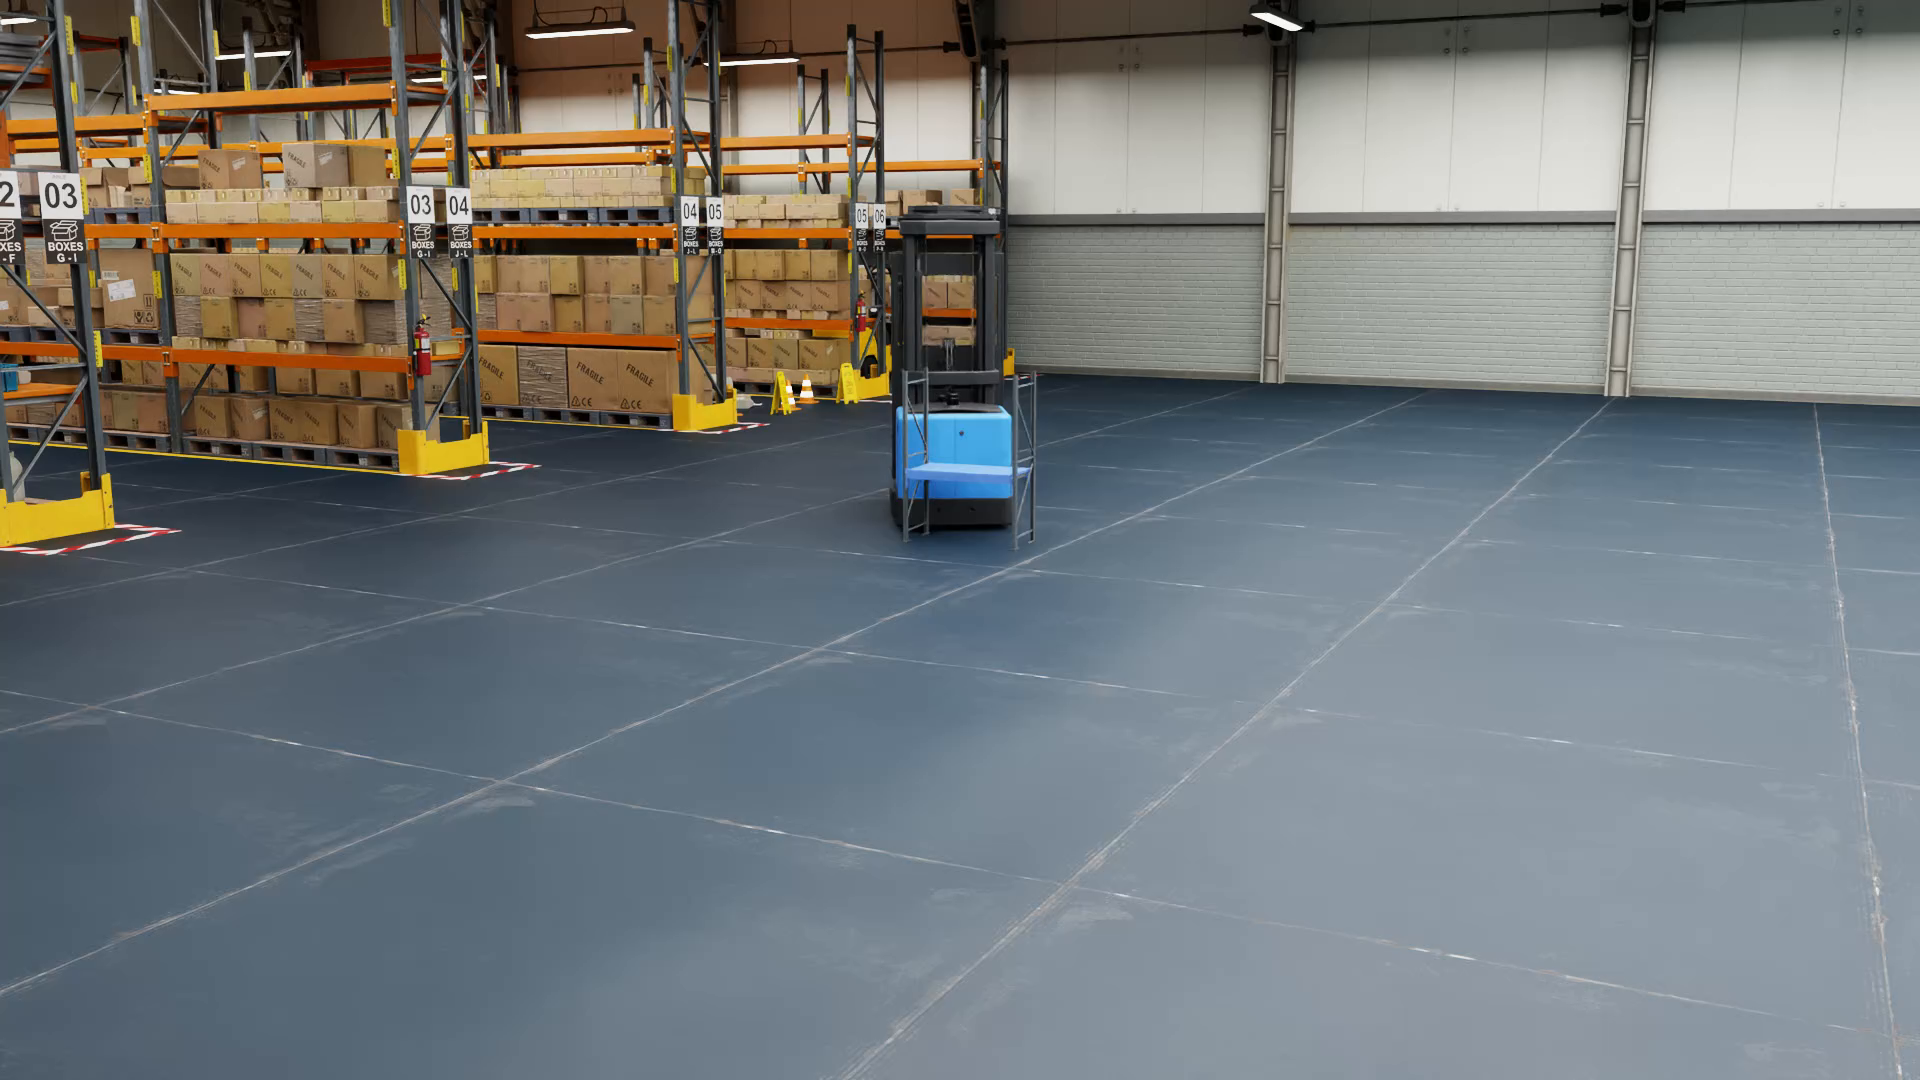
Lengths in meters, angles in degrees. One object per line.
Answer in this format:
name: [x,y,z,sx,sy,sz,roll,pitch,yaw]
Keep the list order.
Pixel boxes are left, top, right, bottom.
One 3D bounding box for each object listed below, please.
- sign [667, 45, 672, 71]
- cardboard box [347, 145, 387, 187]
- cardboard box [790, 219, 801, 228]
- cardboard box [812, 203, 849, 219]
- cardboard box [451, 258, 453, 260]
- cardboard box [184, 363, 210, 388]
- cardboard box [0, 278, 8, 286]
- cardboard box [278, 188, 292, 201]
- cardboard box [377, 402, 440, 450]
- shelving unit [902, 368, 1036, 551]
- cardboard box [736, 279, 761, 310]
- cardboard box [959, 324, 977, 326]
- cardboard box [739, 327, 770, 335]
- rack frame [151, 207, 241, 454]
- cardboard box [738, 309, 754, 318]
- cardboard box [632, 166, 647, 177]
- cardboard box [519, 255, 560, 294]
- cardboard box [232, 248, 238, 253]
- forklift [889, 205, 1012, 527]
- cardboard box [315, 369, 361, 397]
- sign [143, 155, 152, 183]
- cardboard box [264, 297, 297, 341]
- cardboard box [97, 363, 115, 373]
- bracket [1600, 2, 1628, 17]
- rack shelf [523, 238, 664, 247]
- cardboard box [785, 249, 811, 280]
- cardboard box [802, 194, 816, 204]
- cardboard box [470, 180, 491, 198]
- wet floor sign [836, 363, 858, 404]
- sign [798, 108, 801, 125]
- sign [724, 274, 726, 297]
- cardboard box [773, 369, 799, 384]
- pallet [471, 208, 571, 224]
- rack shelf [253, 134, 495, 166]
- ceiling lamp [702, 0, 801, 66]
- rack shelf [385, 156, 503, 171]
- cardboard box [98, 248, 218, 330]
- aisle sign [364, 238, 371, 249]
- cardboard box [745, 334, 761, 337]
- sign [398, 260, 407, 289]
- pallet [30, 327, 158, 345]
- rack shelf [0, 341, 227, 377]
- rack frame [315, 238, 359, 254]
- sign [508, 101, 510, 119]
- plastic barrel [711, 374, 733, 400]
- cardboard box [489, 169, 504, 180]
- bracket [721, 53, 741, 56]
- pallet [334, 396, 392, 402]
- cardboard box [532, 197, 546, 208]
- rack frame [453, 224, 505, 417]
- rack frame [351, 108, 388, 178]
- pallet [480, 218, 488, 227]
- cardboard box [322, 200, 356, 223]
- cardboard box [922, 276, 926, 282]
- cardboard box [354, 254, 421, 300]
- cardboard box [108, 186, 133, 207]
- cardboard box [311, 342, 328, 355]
sign: [-3.888,-6.456,22.289,0.005,0.325,0.100,5,11,26]
cardboard box: [-7.133,-4.385,19.591,0.500,0.500,0.500,5,11,26]
cardboard box: [-2.638,-5.297,27.856,0.250,0.149,0.380,5,11,26]
cardboard box: [-2.114,-5.435,27.503,0.500,0.250,0.500,5,11,25]
cardboard box: [-9.290,-5.060,31.178,0.500,0.500,0.500,5,11,24]
cardboard box: [-12.461,-2.789,27.556,0.500,0.500,0.500,4,11,23]
cardboard box: [-16.779,-4.389,29.443,0.500,0.500,0.500,5,11,27]
cardboard box: [-7.697,-4.010,19.343,0.250,0.149,0.380,4,11,23]
cardboard box: [-6.473,-1.335,19.525,0.500,0.500,0.500,8,13,36]
shelving unit: [0.081,-0.719,14.492,1.048,1.500,0.538,4,11,22]
cardboard box: [-3.485,-4.207,28.437,0.500,0.500,0.500,5,11,26]
cardboard box: [0.310,-4.096,32.675,0.500,0.250,0.500,5,11,25]
cardboard box: [-4.095,-4.138,34.658,0.625,0.625,0.875,5,11,25]
rack frame: [-9.508,-2.622,20.795,0.127,3.000,1.000,5,11,26]
cardboard box: [-3.601,-3.887,28.492,0.250,0.149,0.380,5,11,26]
cardboard box: [-4.311,-5.084,22.981,0.250,0.149,0.380,5,11,26]
cardboard box: [-5.939,-3.888,24.334,0.550,0.550,0.875,5,11,26]
cardboard box: [-14.532,-5.834,33.632,0.250,0.149,0.380,5,11,26]
forklift: [-0.136,-1.779,16.331,1.130,2.935,3.031,-1,10,-4]
cardboard box: [-9.518,-2.690,26.310,0.750,0.750,1.050,5,11,27]
sign: [-9.750,-4.457,19.955,0.005,0.325,0.100,5,11,26]
cardboard box: [-7.776,-2.658,19.877,0.500,0.500,0.875,5,11,26]
cardboard box: [-14.820,-2.961,28.658,0.250,0.149,0.380,5,12,27]
bracket: [10.664,-8.635,27.067,0.430,0.232,0.235,5,11,26]
rack shelf: [-8.311,-6.593,36.331,4.000,0.370,1.077,5,11,26]
cardboard box: [-2.541,-4.624,27.931,0.500,0.500,0.700,5,11,26]
cardboard box: [-2.421,-5.657,27.610,0.250,0.149,0.380,5,11,25]
cardboard box: [-6.908,-5.127,24.341,0.500,0.250,0.500,5,11,26]
wet floor sign: [-1.839,-2.545,26.981,0.267,0.644,0.232,-10,14,-43]
sign: [-3.159,-8.361,32.813,0.005,0.325,0.100,5,11,26]
sign: [-3.385,-3.644,23.789,0.005,0.325,0.100,5,11,26]
cardboard box: [-2.841,-2.806,28.353,0.500,0.250,0.500,5,11,26]
pallet: [-6.494,-4.772,24.503,1.213,0.211,1.003,5,11,26]
rack shelf: [-9.016,-5.965,25.564,4.000,0.370,1.077,5,11,26]
ceiling lamp: [-3.779,-10.460,30.868,2.000,3.185,0.800,5,11,26]
rack shelf: [-10.504,-7.079,31.718,4.000,0.370,1.077,5,11,26]
cardboard box: [-10.158,-3.209,21.174,1.000,1.000,1.000,5,11,26]
aisle sign: [-13.883,-7.181,38.686,0.004,0.787,0.394,5,11,26]
cardboard box: [-3.559,-3.344,29.219,0.500,0.500,0.500,6,12,29]
sign: [-6.184,-2.945,18.441,0.005,0.325,0.100,5,11,26]
pallet: [-11.302,-2.693,21.728,1.213,0.211,1.003,5,11,26]
rack shelf: [-11.301,-2.426,21.730,4.000,0.370,1.077,5,11,26]
rack frame: [-12.297,-4.835,33.023,0.127,3.000,1.000,5,11,26]
sign: [-8.479,-8.058,31.140,0.005,0.325,0.100,5,11,26]
plastic barrel: [-4.058,-2.543,27.591,0.512,0.421,0.421,-4,11,-23]
cardboard box: [-6.590,-5.284,24.087,0.250,0.149,0.380,5,11,25]
bracket: [-4.734,-9.988,34.542,0.430,0.232,0.235,5,11,26]
pallet: [-9.046,-2.179,26.176,1.213,0.211,1.003,5,11,26]
cardboard box: [-5.904,-4.831,23.826,0.250,0.149,0.380,5,11,26]
rack frame: [-7.223,-3.406,25.128,0.127,3.000,1.000,5,11,26]
rack frame: [-13.692,-8.895,38.612,0.127,3.000,1.000,5,11,26]
pallet: [-9.311,-5.945,31.265,1.003,0.211,1.213,6,12,28]
cardboard box: [-6.915,-3.745,19.000,0.500,0.250,0.500,5,11,26]
cardboard box: [-0.703,-5.114,32.462,0.250,0.149,0.380,5,11,24]
cardboard box: [-6.523,-2.998,18.950,0.500,0.500,0.500,5,11,26]
cardboard box: [-10.395,-4.297,20.823,0.258,0.266,0.396,5,12,28]
cardboard box: [-7.396,-2.269,19.547,0.250,0.149,0.380,5,11,26]
